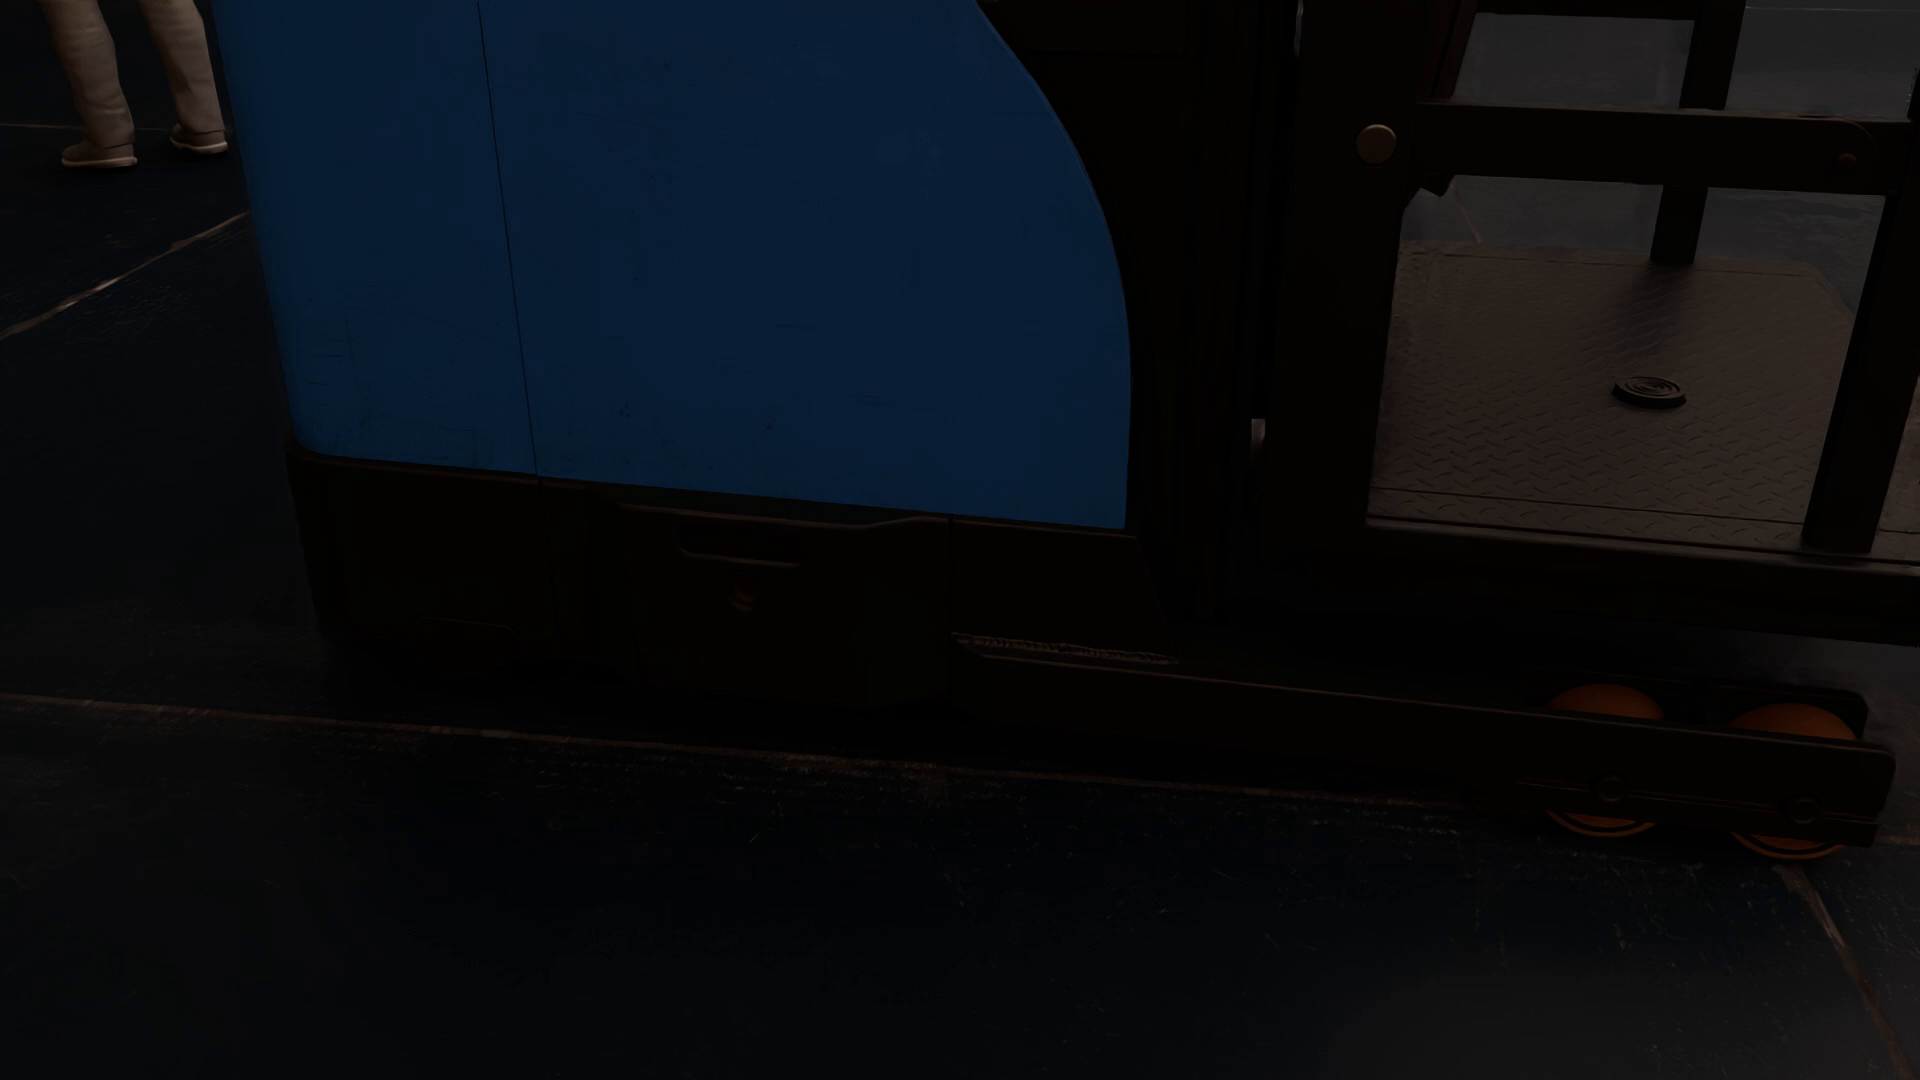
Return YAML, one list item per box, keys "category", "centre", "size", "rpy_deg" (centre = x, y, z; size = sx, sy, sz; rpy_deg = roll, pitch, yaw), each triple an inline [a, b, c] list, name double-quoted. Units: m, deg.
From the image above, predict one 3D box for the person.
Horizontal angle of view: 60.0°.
- category: "person"
  centre: [-2.243, -1.783, 4.197]
  size: [0.535, 1.706, 0.459]
  rpy_deg: [-22, 34, -37]

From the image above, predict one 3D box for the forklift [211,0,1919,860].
- category: "forklift"
  centre: [0.729, -1.225, 1.671]
  size: [3.031, 2.935, 1.130]
  rpy_deg: [5, 27, 11]
